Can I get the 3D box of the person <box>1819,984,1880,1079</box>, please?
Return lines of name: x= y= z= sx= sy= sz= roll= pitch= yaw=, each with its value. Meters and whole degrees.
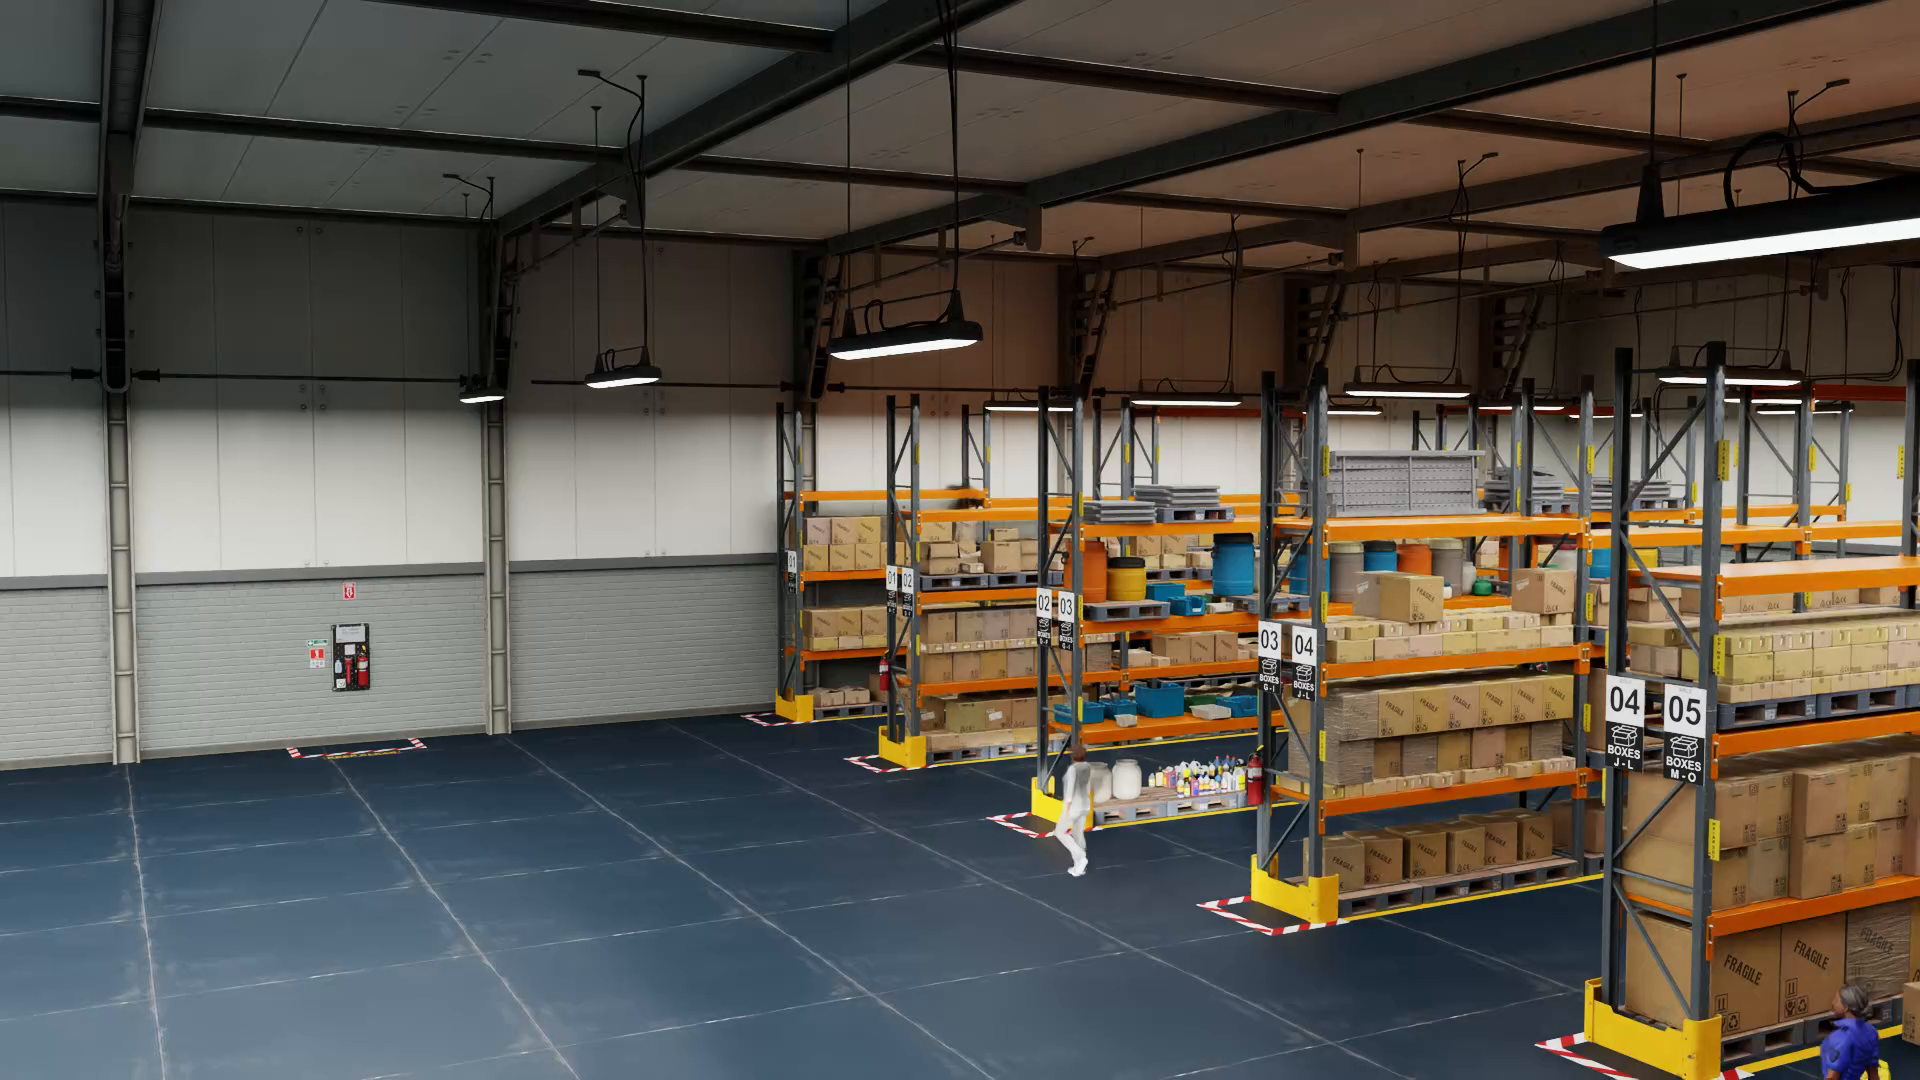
person: x=5.842 y=3.728 z=10.917 sx=0.927 sy=1.624 sz=0.435 roll=3 pitch=4 yaw=41

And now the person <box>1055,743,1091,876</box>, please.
person: x=1.382 y=3.235 z=19.901 sx=0.415 sy=1.570 sz=0.452 roll=2 pitch=4 yaw=37
